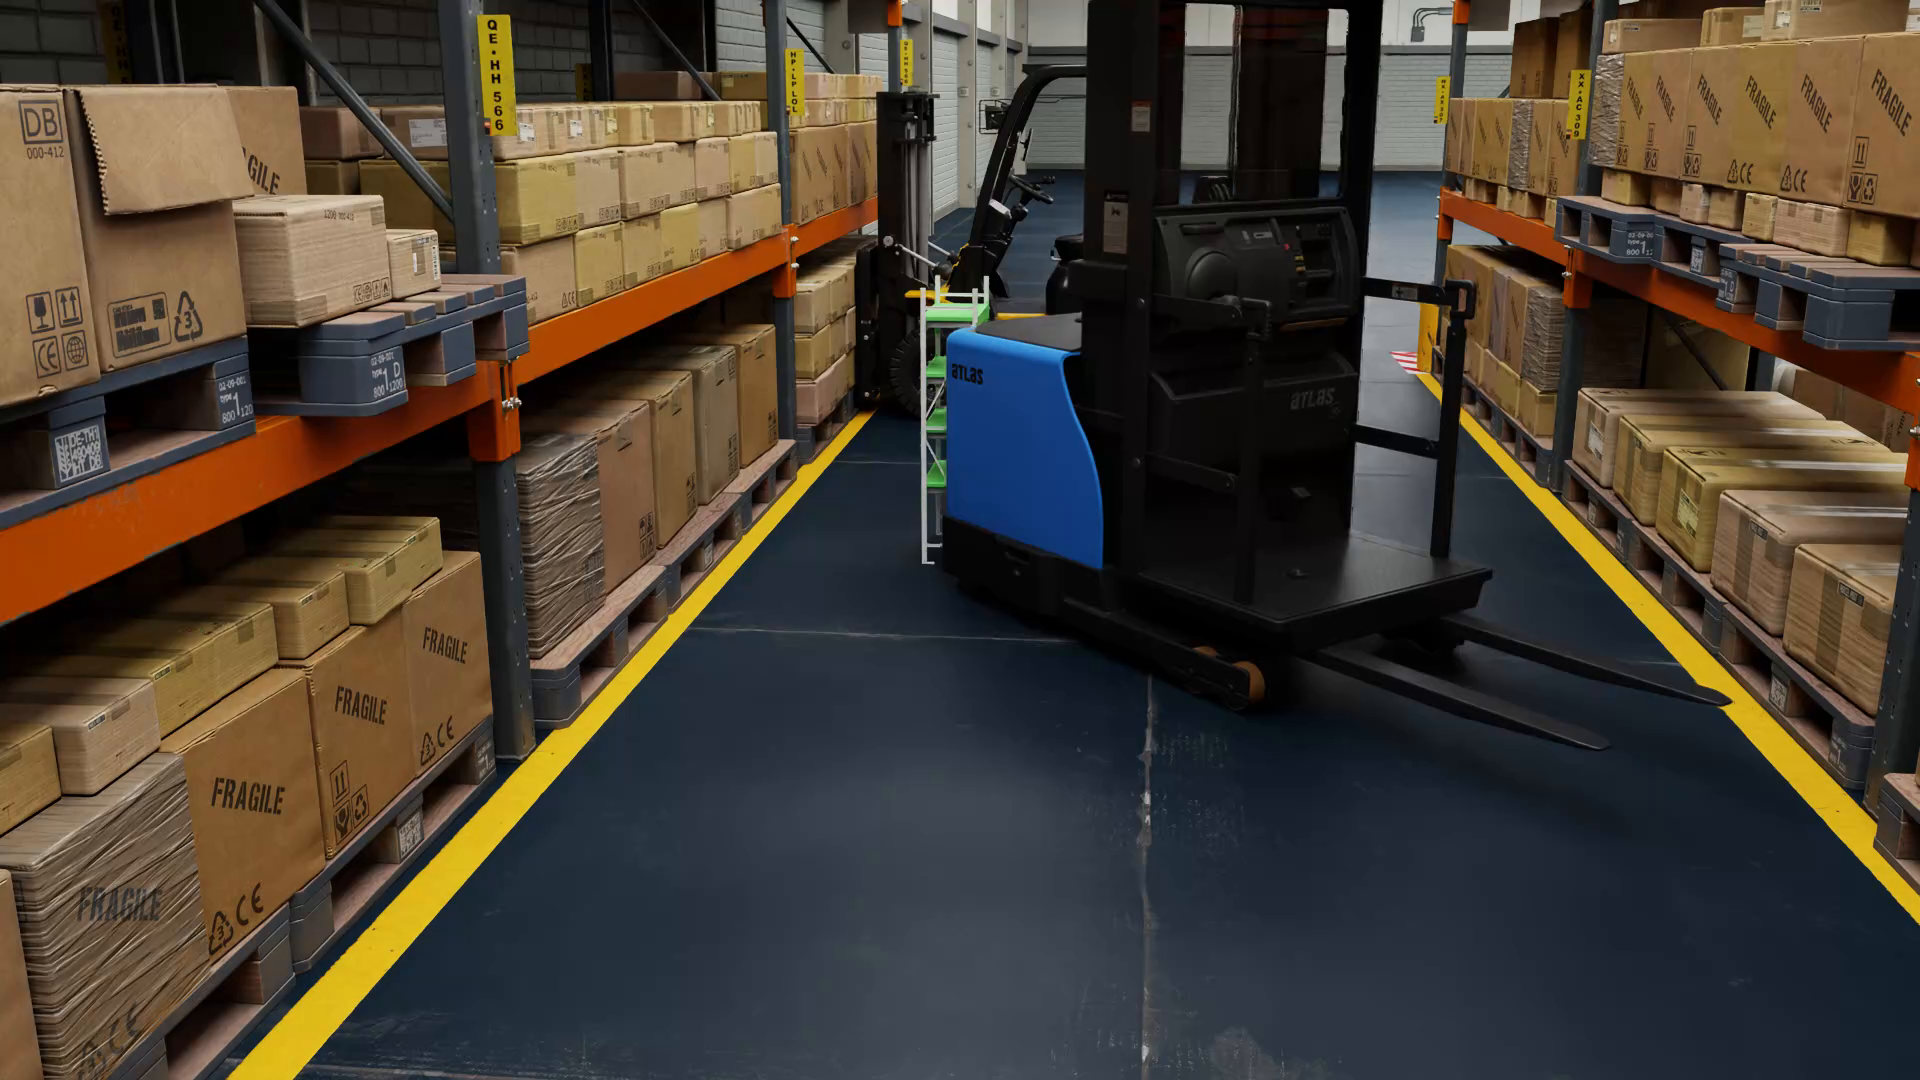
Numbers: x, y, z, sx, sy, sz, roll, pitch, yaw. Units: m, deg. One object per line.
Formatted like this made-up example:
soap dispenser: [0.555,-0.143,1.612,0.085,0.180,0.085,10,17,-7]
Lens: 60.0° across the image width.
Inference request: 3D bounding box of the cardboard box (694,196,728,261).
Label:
cardboard box: [-1.320,-1.359,7.227,0.500,0.250,0.500,2,15,7]

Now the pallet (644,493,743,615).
pallet: [-1.565,0.028,7.155,1.003,0.211,1.213,2,15,6]

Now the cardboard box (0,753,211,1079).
cardboard box: [-1.834,0.730,3.200,0.500,0.500,0.500,1,15,4]

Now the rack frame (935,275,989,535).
rack frame: [0.009,-0.600,7.581,0.240,1.200,0.015,2,15,6]

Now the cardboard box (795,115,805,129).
cardboard box: [-1.060,-2.331,9.103,0.380,0.149,0.250,2,15,8]

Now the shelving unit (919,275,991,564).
shelving unit: [-0.019,-0.536,7.347,0.258,1.200,0.503,2,15,6]

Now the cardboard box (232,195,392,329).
cardboard box: [-1.634,-0.638,3.756,0.500,0.250,0.500,1,15,4]

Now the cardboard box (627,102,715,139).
cardboard box: [-1.284,-1.827,7.236,0.380,0.149,0.250,1,15,5]

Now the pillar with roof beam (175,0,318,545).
pillar with roof beam: [1.693,-3.924,4.936,9.100,9.000,0.400,2,15,6]

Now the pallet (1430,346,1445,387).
pallet: [3.863,-1.145,11.491,1.003,0.211,1.213,2,15,6]

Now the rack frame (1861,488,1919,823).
rack frame: [3.096,-0.645,4.302,1.000,3.000,0.127,2,15,6]

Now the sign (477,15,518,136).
sign: [-1.296,-1.298,4.648,0.100,0.325,0.005,2,15,6]

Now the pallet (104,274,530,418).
pallet: [-1.843,-0.520,4.206,1.213,0.211,1.003,2,15,6]

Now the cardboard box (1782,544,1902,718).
cardboard box: [3.170,0.274,5.131,0.950,0.372,0.625,1,15,2]

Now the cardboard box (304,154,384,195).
cardboard box: [-2.062,-1.084,5.254,0.500,0.250,0.500,2,15,8]

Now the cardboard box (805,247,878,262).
cardboard box: [-0.775,-1.831,11.235,0.500,0.250,0.500,2,15,7]

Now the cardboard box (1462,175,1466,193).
cardboard box: [3.755,-2.517,11.705,0.380,0.149,0.250,2,15,6]

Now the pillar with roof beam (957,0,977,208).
pillar with roof beam: [4.401,-10.149,27.956,9.100,9.000,0.400,2,15,6]

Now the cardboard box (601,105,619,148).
cardboard box: [-1.460,-1.497,6.017,0.380,0.149,0.250,2,15,7]

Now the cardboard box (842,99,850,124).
cardboard box: [-0.893,-2.665,10.336,0.380,0.149,0.250,1,15,5]

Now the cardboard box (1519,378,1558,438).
cardboard box: [3.347,-0.719,9.039,0.500,0.250,0.500,2,15,9]

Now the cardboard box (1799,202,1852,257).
cardboard box: [2.841,-0.957,5.131,0.380,0.149,0.250,2,15,6]

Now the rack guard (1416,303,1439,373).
rack guard: [3.990,-1.494,12.228,1.175,0.500,0.348,2,15,6]

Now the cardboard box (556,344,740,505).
cardboard box: [-1.528,-0.548,7.686,0.875,0.625,0.625,2,15,6]

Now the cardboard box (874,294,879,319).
cardboard box: [-0.783,-1.582,11.273,0.500,0.250,0.500,1,15,5]

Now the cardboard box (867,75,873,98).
cardboard box: [-0.785,-3.004,11.023,0.380,0.149,0.250,2,15,8]

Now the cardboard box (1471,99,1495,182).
cardboard box: [3.558,-2.531,10.513,0.500,0.500,0.500,1,15,5]

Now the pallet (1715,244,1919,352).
pallet: [3.071,-0.741,5.022,1.213,0.211,1.003,2,15,6]

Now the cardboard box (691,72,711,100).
cardboard box: [-1.580,-2.488,9.114,0.380,0.149,0.250,1,15,5]

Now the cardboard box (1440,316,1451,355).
cardboard box: [3.633,-1.394,11.536,0.500,0.250,0.500,2,15,6]

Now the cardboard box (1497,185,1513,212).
cardboard box: [3.444,-2.051,9.980,0.380,0.149,0.250,2,15,7]

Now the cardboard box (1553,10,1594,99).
cardboard box: [3.944,-2.864,9.831,0.700,0.500,0.500,2,15,6]

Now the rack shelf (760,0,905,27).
rack shelf: [-1.159,-3.447,10.296,1.077,0.370,4.000,2,15,6]

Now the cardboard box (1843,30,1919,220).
cardboard box: [2.871,-1.166,4.661,0.500,0.500,0.500,1,15,5]

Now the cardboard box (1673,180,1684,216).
cardboard box: [3.078,-1.360,6.623,0.380,0.149,0.250,2,15,7]

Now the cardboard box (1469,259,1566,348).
cardboard box: [3.511,-1.485,10.433,0.500,0.500,0.500,2,15,7]

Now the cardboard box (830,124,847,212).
cardboard box: [-0.977,-2.251,10.047,0.500,0.500,0.500,2,15,6]

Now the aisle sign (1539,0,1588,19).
aisle sign: [4.294,-3.983,11.664,0.394,0.787,0.004,2,15,6]

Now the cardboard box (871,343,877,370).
cardboard box: [-0.840,-1.216,10.876,0.500,0.250,0.500,2,15,8]

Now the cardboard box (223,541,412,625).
cardboard box: [-1.641,0.108,4.259,0.380,0.149,0.250,1,15,3]

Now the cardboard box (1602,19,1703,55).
cardboard box: [3.143,-2.279,7.534,0.380,0.149,0.250,2,15,6]

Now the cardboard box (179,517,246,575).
cardboard box: [-2.205,0.026,4.559,0.380,0.149,0.250,2,15,9]

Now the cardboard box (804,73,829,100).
cardboard box: [-0.964,-2.607,9.554,0.380,0.149,0.250,2,15,8]

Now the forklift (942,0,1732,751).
forklift: [1.187,-0.987,5.697,1.130,2.935,3.031,-10,18,-34]

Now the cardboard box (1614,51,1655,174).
cardboard box: [3.154,-1.834,7.133,0.500,0.500,0.500,2,15,6]

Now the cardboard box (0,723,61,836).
cardboard box: [-1.896,0.441,3.025,0.380,0.149,0.250,2,15,6]

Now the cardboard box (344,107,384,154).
cardboard box: [-2.082,-1.313,5.338,0.380,0.149,0.250,2,15,8]

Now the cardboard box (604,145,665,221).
cardboard box: [-1.409,-1.332,6.172,0.500,0.250,0.500,1,15,5]
